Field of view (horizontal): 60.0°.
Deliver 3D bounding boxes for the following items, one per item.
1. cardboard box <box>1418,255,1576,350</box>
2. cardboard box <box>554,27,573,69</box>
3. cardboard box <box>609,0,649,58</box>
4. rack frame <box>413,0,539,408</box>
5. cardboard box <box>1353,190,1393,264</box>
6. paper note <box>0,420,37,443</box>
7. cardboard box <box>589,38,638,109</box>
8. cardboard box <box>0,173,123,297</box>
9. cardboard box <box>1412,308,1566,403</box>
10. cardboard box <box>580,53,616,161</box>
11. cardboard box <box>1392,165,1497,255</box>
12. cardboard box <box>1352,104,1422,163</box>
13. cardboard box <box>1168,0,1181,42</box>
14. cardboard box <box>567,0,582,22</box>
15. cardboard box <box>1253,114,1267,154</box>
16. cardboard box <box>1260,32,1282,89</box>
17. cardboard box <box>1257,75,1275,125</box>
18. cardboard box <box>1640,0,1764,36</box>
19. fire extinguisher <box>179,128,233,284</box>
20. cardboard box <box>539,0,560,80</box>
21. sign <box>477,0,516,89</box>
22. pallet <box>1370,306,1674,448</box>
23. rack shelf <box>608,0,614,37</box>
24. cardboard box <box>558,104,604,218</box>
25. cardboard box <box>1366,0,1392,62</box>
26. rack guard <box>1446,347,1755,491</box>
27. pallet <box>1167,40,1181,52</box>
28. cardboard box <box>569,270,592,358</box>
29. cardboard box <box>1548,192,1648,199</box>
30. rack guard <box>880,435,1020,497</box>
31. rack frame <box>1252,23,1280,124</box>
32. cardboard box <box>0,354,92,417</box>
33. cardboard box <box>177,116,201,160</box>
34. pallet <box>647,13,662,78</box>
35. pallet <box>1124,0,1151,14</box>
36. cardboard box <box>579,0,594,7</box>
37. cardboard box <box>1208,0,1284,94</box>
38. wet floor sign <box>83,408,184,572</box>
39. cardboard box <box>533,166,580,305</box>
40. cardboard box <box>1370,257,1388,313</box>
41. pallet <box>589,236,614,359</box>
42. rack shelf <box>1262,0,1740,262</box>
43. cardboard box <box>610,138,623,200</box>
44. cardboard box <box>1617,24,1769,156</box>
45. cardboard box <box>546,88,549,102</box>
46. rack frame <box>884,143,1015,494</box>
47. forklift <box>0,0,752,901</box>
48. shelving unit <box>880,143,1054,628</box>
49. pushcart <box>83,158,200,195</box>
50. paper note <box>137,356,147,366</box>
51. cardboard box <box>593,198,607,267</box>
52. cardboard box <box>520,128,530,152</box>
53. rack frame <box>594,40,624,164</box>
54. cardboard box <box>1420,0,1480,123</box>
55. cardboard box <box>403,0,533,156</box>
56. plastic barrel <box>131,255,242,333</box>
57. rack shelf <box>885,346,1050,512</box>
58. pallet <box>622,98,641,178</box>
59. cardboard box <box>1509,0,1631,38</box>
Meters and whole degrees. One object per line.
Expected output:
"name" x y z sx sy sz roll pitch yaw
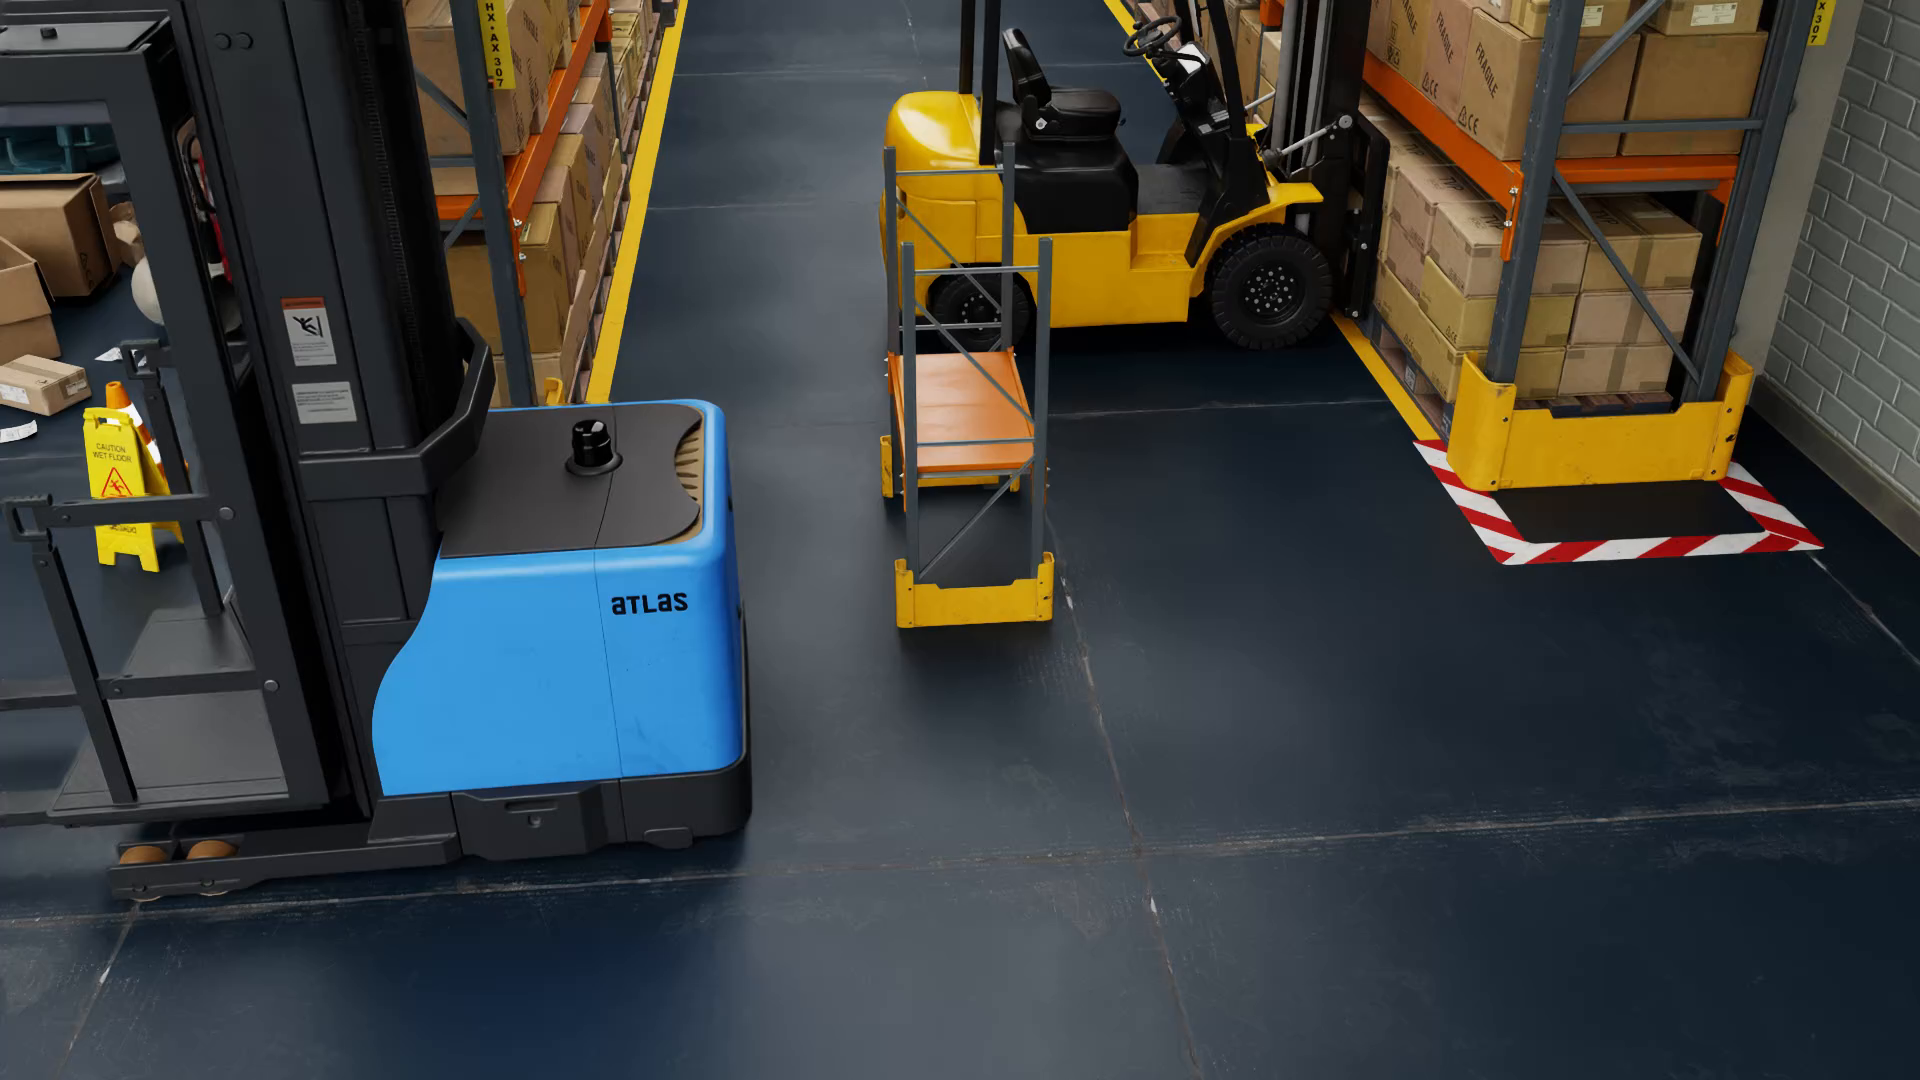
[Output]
"cardboard box" 2.380 -1.070 7.400 0.500 0.250 0.500 -3 31 -5
"cardboard box" -2.093 -2.387 8.065 0.380 0.149 0.250 -2 31 -4
"cardboard box" -2.832 -3.853 12.429 0.950 0.372 0.625 -3 31 -6
"rack frame" -2.205 -1.382 6.138 1.000 3.000 0.127 -3 31 -5
"cardboard box" 2.275 -1.589 8.269 0.500 0.250 0.500 -3 31 -6
"paper note" -4.275 -0.495 7.548 0.148 0.019 0.142 -14 33 -22
"cardboard box" -2.701 -3.111 11.186 0.950 0.372 0.625 -1 31 -1
"cardboard box" -4.985 -1.621 8.841 0.797 0.637 0.503 -3 31 -5
"cardboard box" 2.378 -0.846 7.513 0.500 0.250 0.500 -3 31 -4
"cardboard box" -2.256 -2.457 9.478 0.500 0.500 0.500 -3 31 -5
"cardboard box" 2.330 -1.531 7.685 0.500 0.250 0.500 -2 31 -4
"cardboard box" 2.233 -2.047 8.550 0.500 0.250 0.500 -3 31 -6
"cardboard box" 2.103 -4.214 12.787 0.875 0.625 0.625 -2 31 -3
"cardboard box" -2.181 -2.853 8.213 0.500 0.500 0.500 -2 31 -3
"cardboard box" 2.079 -2.401 10.116 0.500 0.250 0.500 -2 31 -4
"cardboard box" 2.096 -2.831 9.861 0.500 0.250 0.500 -3 31 -5
"cardboard box" 2.101 -2.617 9.990 0.500 0.250 0.500 -3 31 -5
"cardboard box" 2.963 -2.129 6.658 0.380 0.149 0.250 -4 31 -6
"fire extinguisher" -2.653 -1.268 6.023 0.296 0.674 0.183 -3 31 -5
"cardboard box" -2.073 -2.332 7.341 0.500 0.500 0.500 -3 31 -6
"sign" -1.665 -1.780 5.960 0.100 0.325 0.005 -3 31 -5
"pallet" 2.624 -0.813 7.905 1.003 0.211 1.213 -3 31 -5
"rack shelf" -2.765 -4.136 11.451 1.077 0.370 4.000 -3 31 -5
"cardboard box" -2.158 -1.937 8.608 0.500 0.500 0.500 -1 31 -2
"cardboard box" 2.284 -2.686 8.225 0.500 0.500 0.500 -3 31 -4
"rack guard" 2.739 -0.536 7.160 1.175 0.500 0.348 -3 31 -5
"pallet" 2.138 -3.465 12.346 1.003 0.211 1.213 -3 31 -5
"cardboard box" -2.045 -1.068 7.884 0.500 0.250 0.500 -2 31 -3
"cardboard box" 2.830 -1.560 7.734 0.500 0.250 0.500 -3 31 -5
"rack guard" -0.039 -0.323 7.046 0.587 0.250 0.087 -3 31 -5
"rack frame" 2.363 -3.664 9.959 1.000 3.000 0.127 -3 31 -5
"cardboard box" -4.338 -0.730 7.827 0.380 0.149 0.250 13 33 21
"cardboard box" -4.348 -2.575 9.836 0.500 0.500 0.500 -3 31 -5
"pallet" -2.881 -3.870 13.023 1.003 0.211 1.213 -3 31 -5
"pallet" 1.957 -4.892 14.734 1.003 0.211 1.213 -3 31 -5
"cardboard box" -2.215 -3.040 9.159 0.380 0.149 0.250 -2 31 -3
"cardboard box" 2.238 -3.487 11.569 0.875 0.625 0.625 -3 31 -5
"wet floor sign" -3.252 -0.223 6.494 0.267 0.644 0.232 8 32 13
"cardboard box" -2.061 -1.408 7.722 0.500 0.500 0.500 -4 31 -6
"cardboard box" 2.304 -1.356 8.368 0.500 0.250 0.500 -2 31 -4
"pallet" -2.363 -1.261 8.656 1.003 0.211 1.213 -3 31 -5
"rack shelf" 2.550 -2.334 8.434 1.077 0.370 4.000 -3 31 -5
"cardboard box" -2.256 -2.135 9.671 0.500 0.250 0.500 -1 31 -2
"cardboard box" 2.967 -1.931 6.960 0.500 0.500 0.500 -2 31 -3
"cardboard box" -2.048 -1.987 7.397 0.380 0.149 0.250 -2 31 -3
"rack frame" -0.040 -0.860 6.727 0.500 1.500 0.032 -3 31 -5
"forklift" -2.205 -0.471 4.680 3.031 2.935 1.130 -4 31 -6
"shelving unit" 0.007 -0.605 6.300 0.587 1.500 1.083 -3 31 -5
"pushcart" -4.844 -2.164 10.004 1.648 0.377 0.936 -14 33 -22
"paper note" -4.036 -0.886 8.223 0.032 0.001 0.123 -3 31 -5
"cardboard box" -2.153 -1.604 8.782 0.500 0.250 0.500 -2 31 -4
"cardboard box" -2.012 -1.725 6.958 0.380 0.149 0.250 -4 31 -6
"rack frame" -2.578 -3.424 9.557 1.000 3.000 0.127 -3 31 -5
"cardboard box" 2.390 -2.169 7.358 0.500 0.500 0.500 -2 31 -3
"cardboard box" -1.973 -1.808 6.464 0.500 0.500 0.500 -3 31 -5
"plastic barrel" -3.905 -1.258 8.443 0.512 0.421 0.421 20 36 29
"rack shelf" 0.008 -0.446 6.385 0.538 0.185 1.000 -3 31 -5
"pallet" -2.653 -2.624 10.938 1.003 0.211 1.213 -3 31 -5
"cardboard box" 2.426 -2.107 6.622 0.380 0.149 0.250 -2 31 -4
